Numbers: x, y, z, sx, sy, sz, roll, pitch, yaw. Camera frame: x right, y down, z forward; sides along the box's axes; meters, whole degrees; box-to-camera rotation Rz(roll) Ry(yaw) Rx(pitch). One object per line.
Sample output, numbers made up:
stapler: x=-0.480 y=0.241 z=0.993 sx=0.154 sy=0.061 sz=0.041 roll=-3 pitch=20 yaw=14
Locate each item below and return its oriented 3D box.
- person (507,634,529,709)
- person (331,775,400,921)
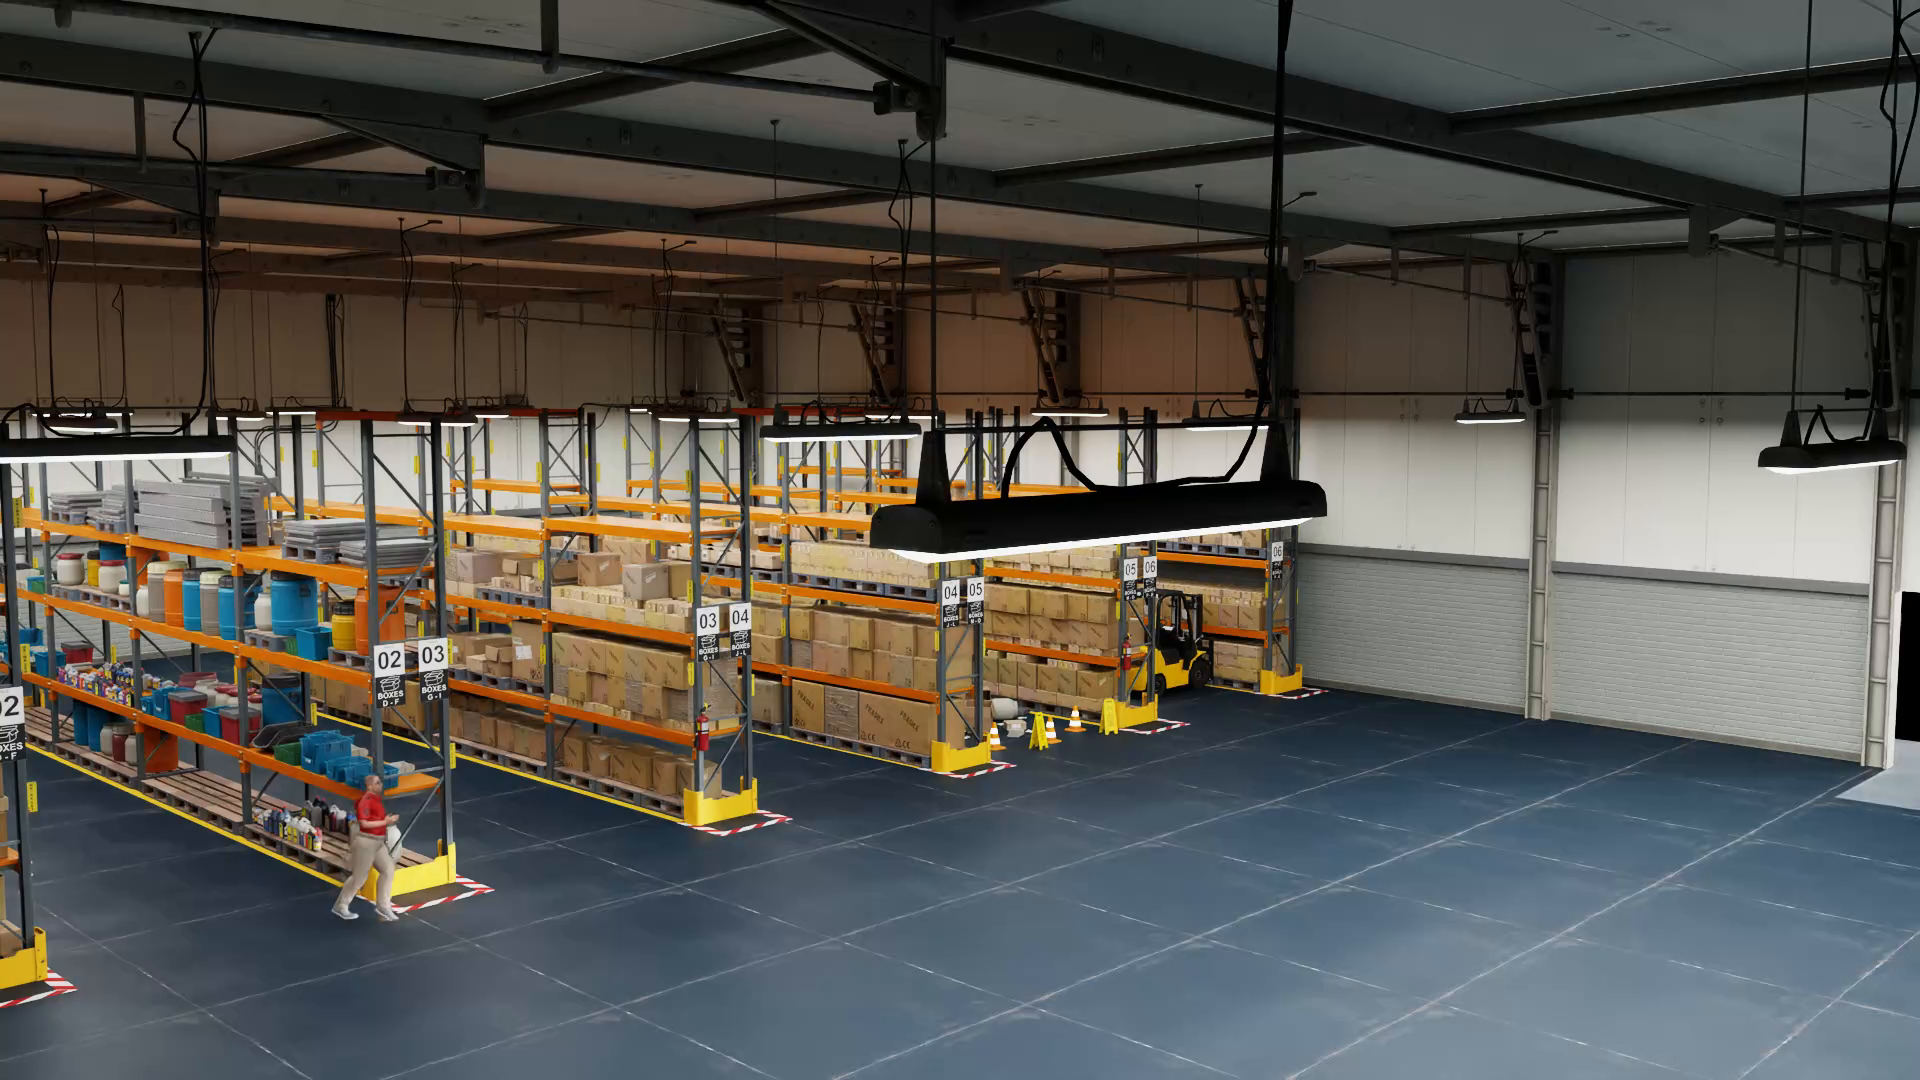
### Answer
person: x=-8.873 y=2.500 z=33.398 sx=0.832 sy=1.811 sz=0.659 roll=5 pitch=7 yaw=43
person: x=-7.118 y=3.719 z=19.976 sx=0.783 sy=1.799 sz=0.639 roll=0 pitch=5 yaw=-2
